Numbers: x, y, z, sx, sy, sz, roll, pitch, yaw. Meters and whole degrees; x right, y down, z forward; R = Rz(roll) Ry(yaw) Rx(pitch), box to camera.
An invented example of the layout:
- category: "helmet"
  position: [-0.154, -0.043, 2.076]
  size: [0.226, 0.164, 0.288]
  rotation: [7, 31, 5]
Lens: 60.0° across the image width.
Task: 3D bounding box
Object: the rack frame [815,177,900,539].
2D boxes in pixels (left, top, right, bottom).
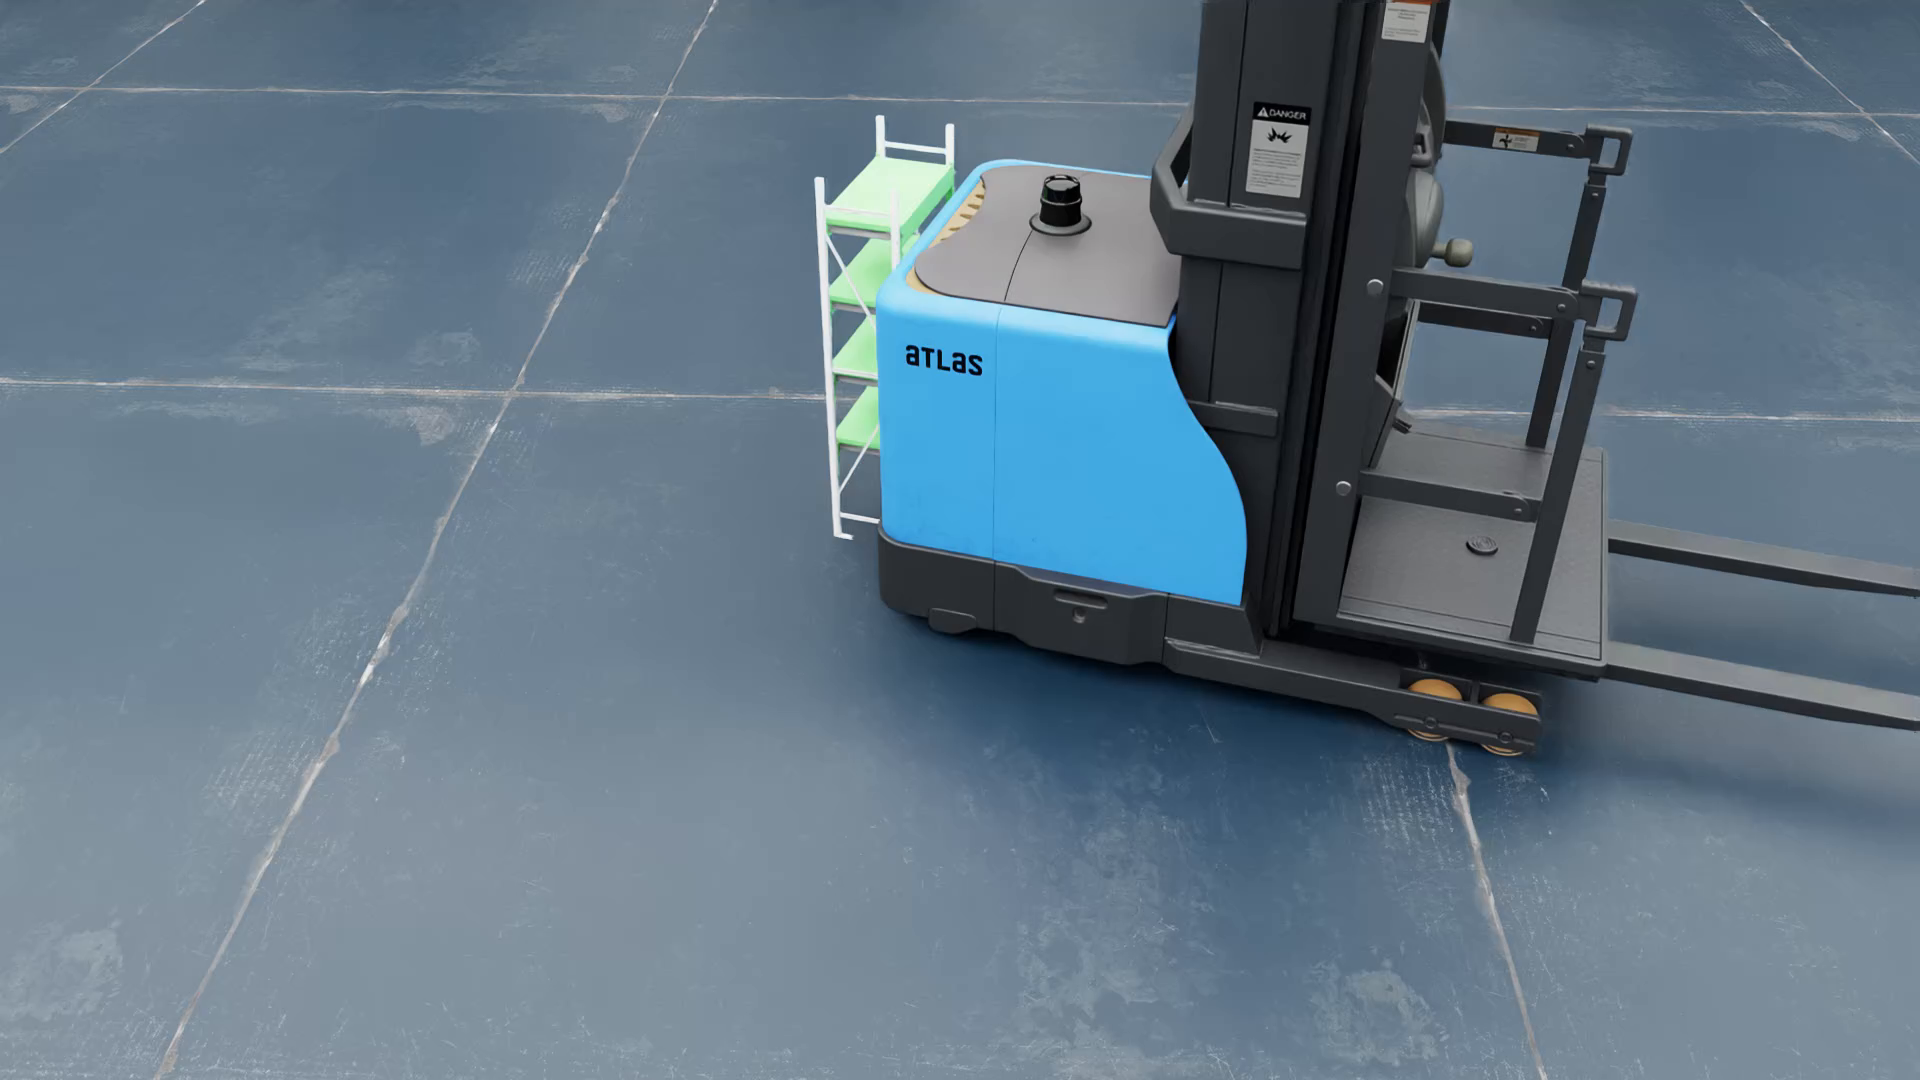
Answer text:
- category: "rack frame"
  position: [-0.282, -0.485, 4.897]
  size: [0.240, 1.200, 0.015]
  rotation: [10, 36, 14]

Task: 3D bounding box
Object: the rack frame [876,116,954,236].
- category: "rack frame"
  position: [-0.133, -0.752, 5.277]
  size: [0.240, 1.200, 0.015]
  rotation: [10, 36, 14]

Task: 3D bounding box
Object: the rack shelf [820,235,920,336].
- category: "rack shelf"
  position: [-0.208, -0.763, 4.986]
  size: [0.258, 0.148, 0.480]
  rotation: [10, 36, 14]

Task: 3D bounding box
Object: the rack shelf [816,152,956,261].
- category: "rack shelf"
  position: [-0.208, -0.959, 4.848]
  size: [0.258, 0.148, 0.480]
  rotation: [10, 36, 14]

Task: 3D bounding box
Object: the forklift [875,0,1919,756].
- category: "forklift"
  position: [1.338, -0.968, 4.078]
  size: [3.031, 2.935, 1.130]
  rotation: [10, 36, 14]

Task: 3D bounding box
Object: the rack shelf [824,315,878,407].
- category: "rack shelf"
  position: [-0.208, -0.566, 5.123]
  size: [0.258, 0.148, 0.480]
  rotation: [10, 36, 14]

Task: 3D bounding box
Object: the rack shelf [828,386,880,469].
- category: "rack shelf"
  position: [-0.208, -0.370, 5.261]
  size: [0.258, 0.148, 0.480]
  rotation: [10, 36, 14]

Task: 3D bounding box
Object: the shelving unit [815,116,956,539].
- category: "shelving unit"
  position: [-0.208, -0.619, 5.087]
  size: [0.258, 1.200, 0.503]
  rotation: [10, 36, 14]
